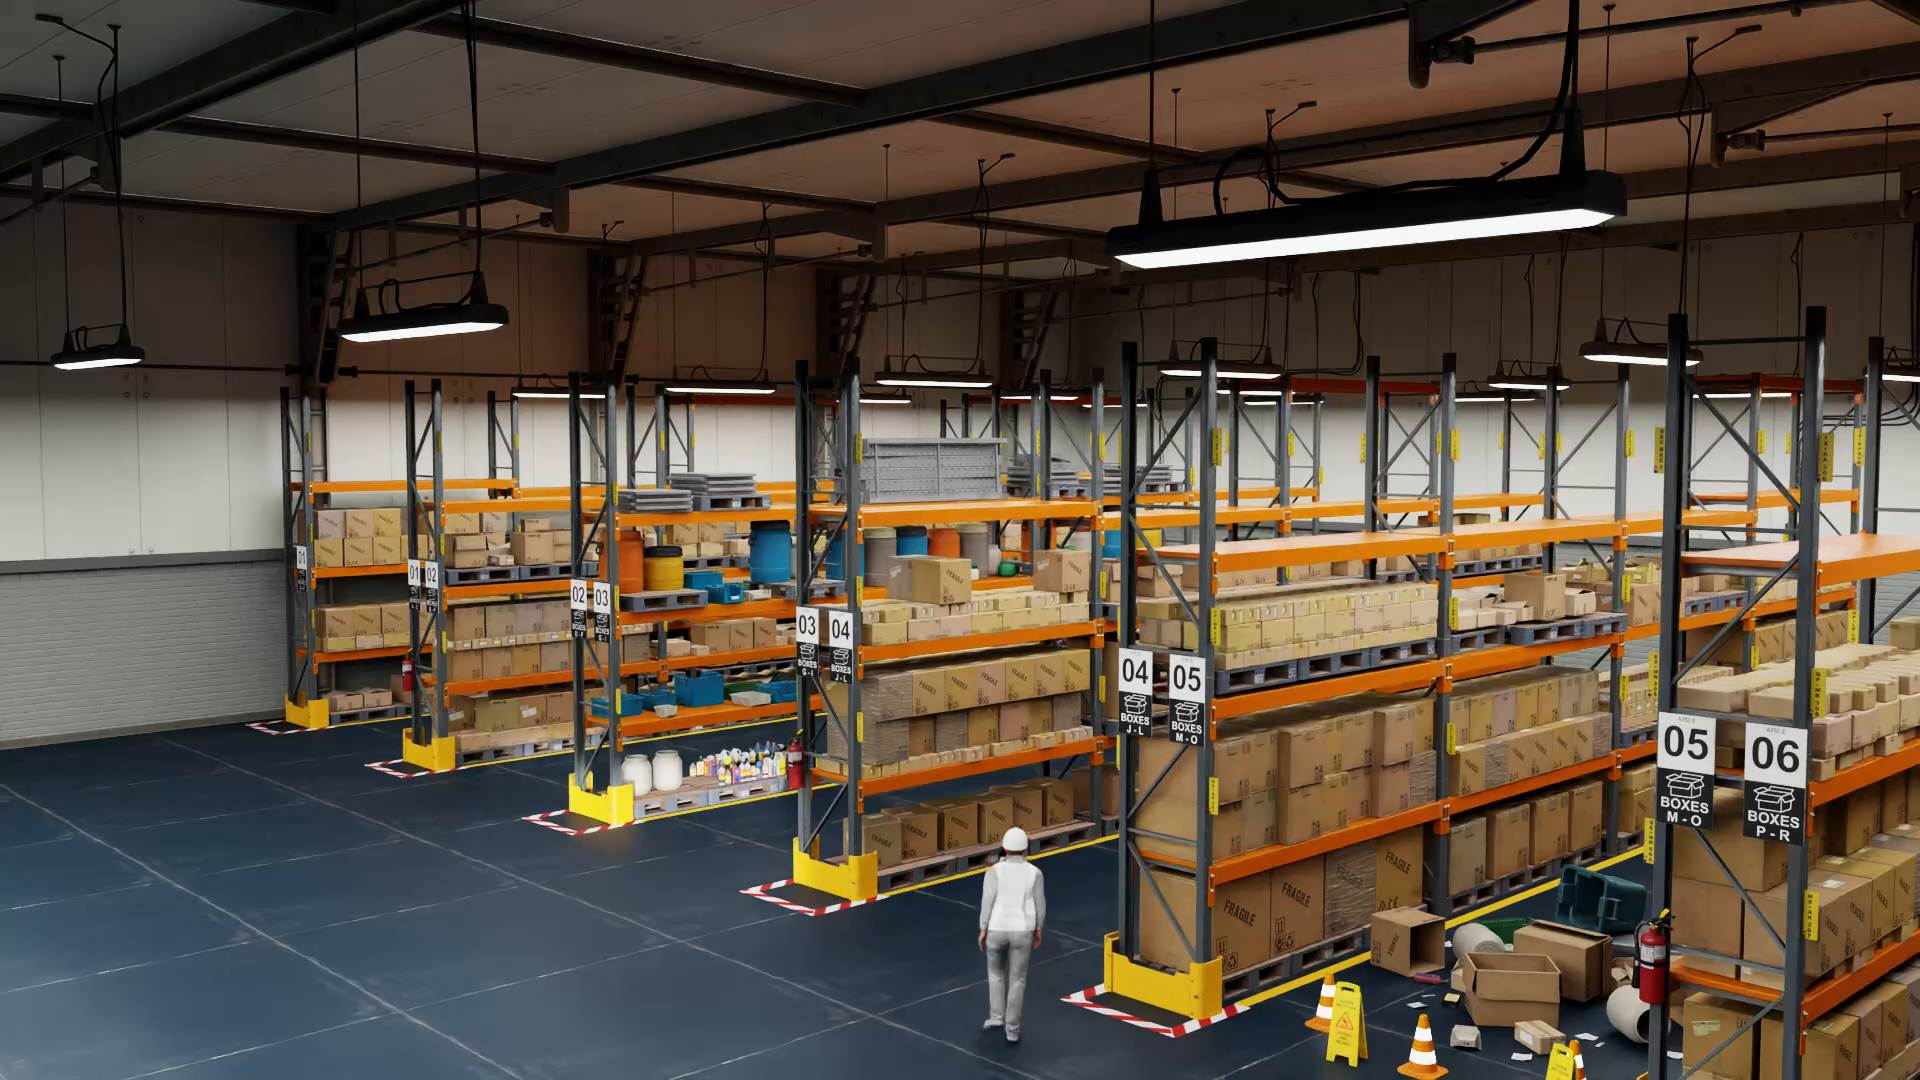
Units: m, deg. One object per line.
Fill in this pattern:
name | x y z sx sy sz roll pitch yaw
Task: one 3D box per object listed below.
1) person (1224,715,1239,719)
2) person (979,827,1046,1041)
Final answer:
person | 3.371 2.938 20.948 0.595 1.727 1.094 3 5 42
person | 0.451 3.392 14.292 0.579 1.809 0.625 0 4 2
